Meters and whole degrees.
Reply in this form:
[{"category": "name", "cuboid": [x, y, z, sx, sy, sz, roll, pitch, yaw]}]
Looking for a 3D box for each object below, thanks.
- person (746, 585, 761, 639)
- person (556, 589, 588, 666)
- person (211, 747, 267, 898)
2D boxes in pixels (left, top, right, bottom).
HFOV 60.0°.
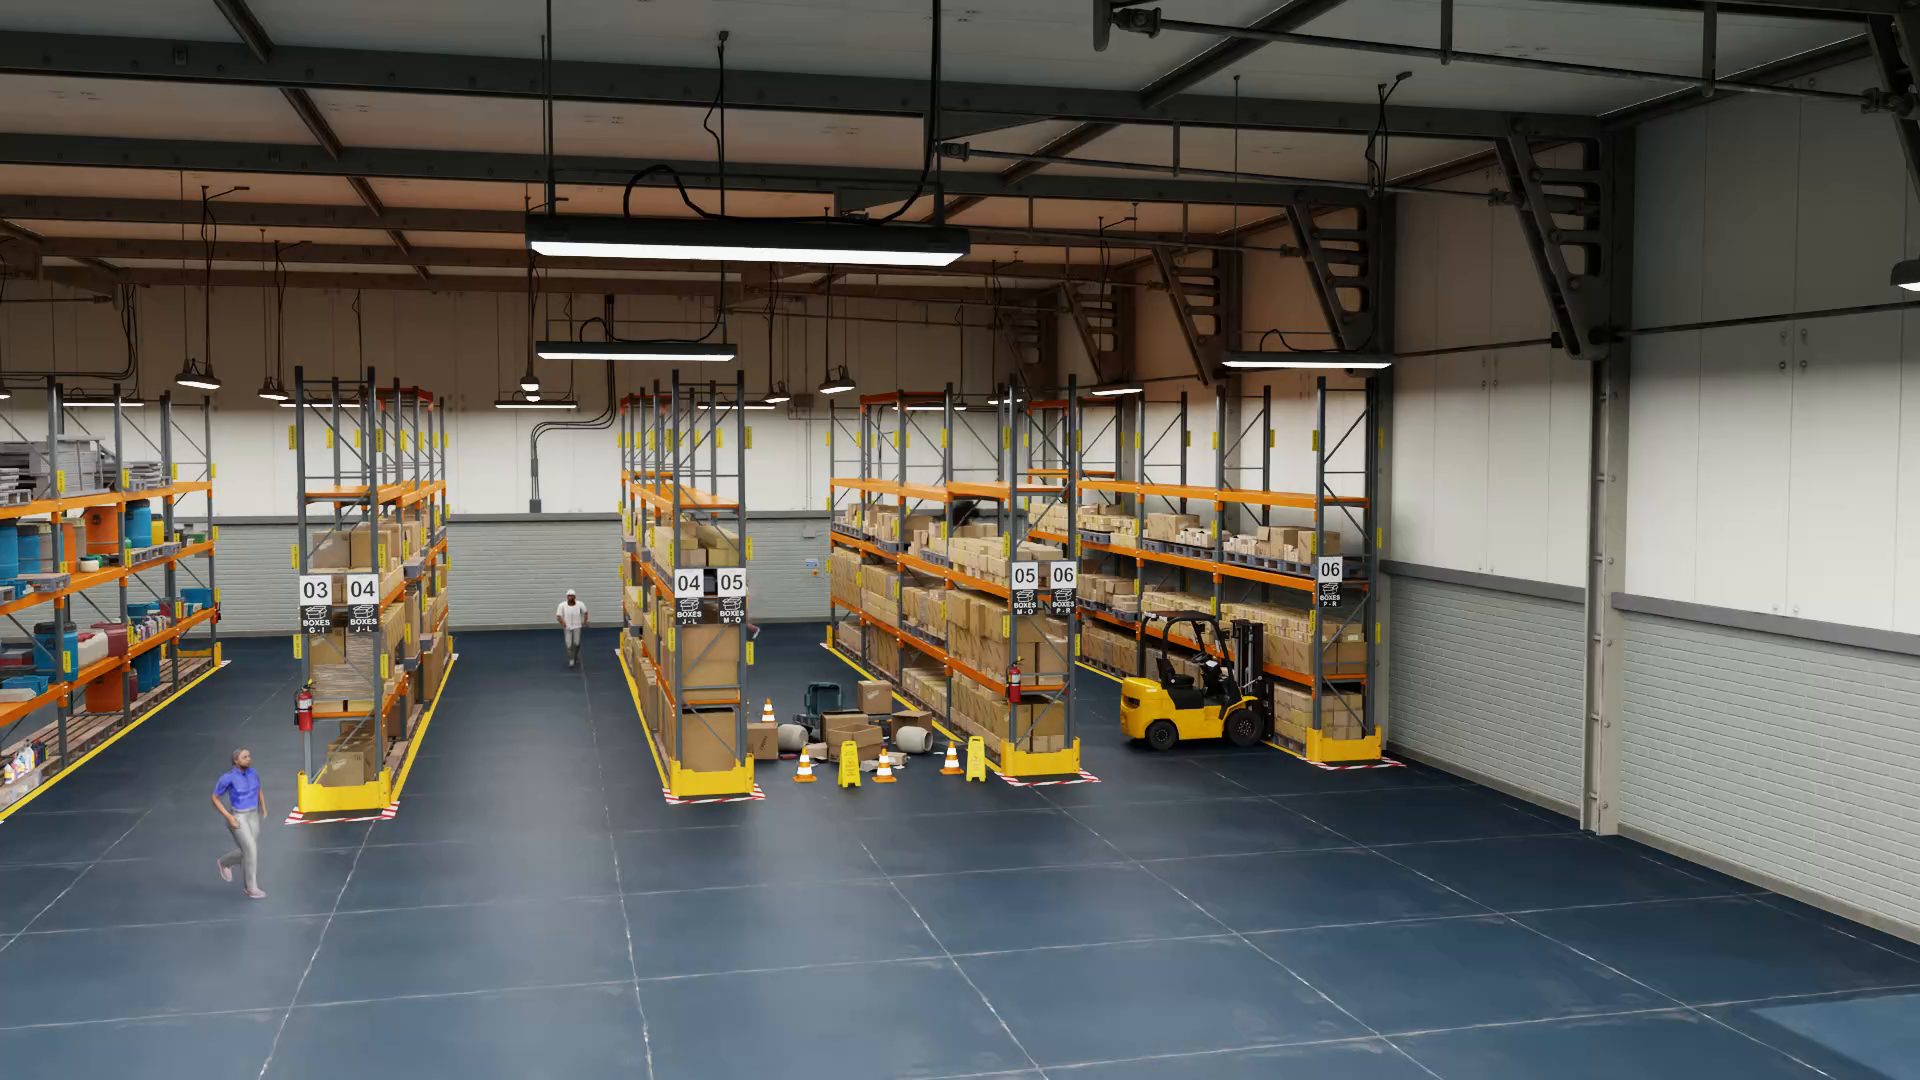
[{"category": "person", "cuboid": [-5.295, 1.748, 40.929, 0.838, 1.663, 0.588, -1, 4, -18]}, {"category": "person", "cuboid": [-8.567, 1.944, 36.768, 0.688, 1.713, 0.646, -1, 4, -13]}, {"category": "person", "cuboid": [-7.983, 3.103, 18.386, 0.763, 1.642, 0.591, 1, 4, 22]}]
